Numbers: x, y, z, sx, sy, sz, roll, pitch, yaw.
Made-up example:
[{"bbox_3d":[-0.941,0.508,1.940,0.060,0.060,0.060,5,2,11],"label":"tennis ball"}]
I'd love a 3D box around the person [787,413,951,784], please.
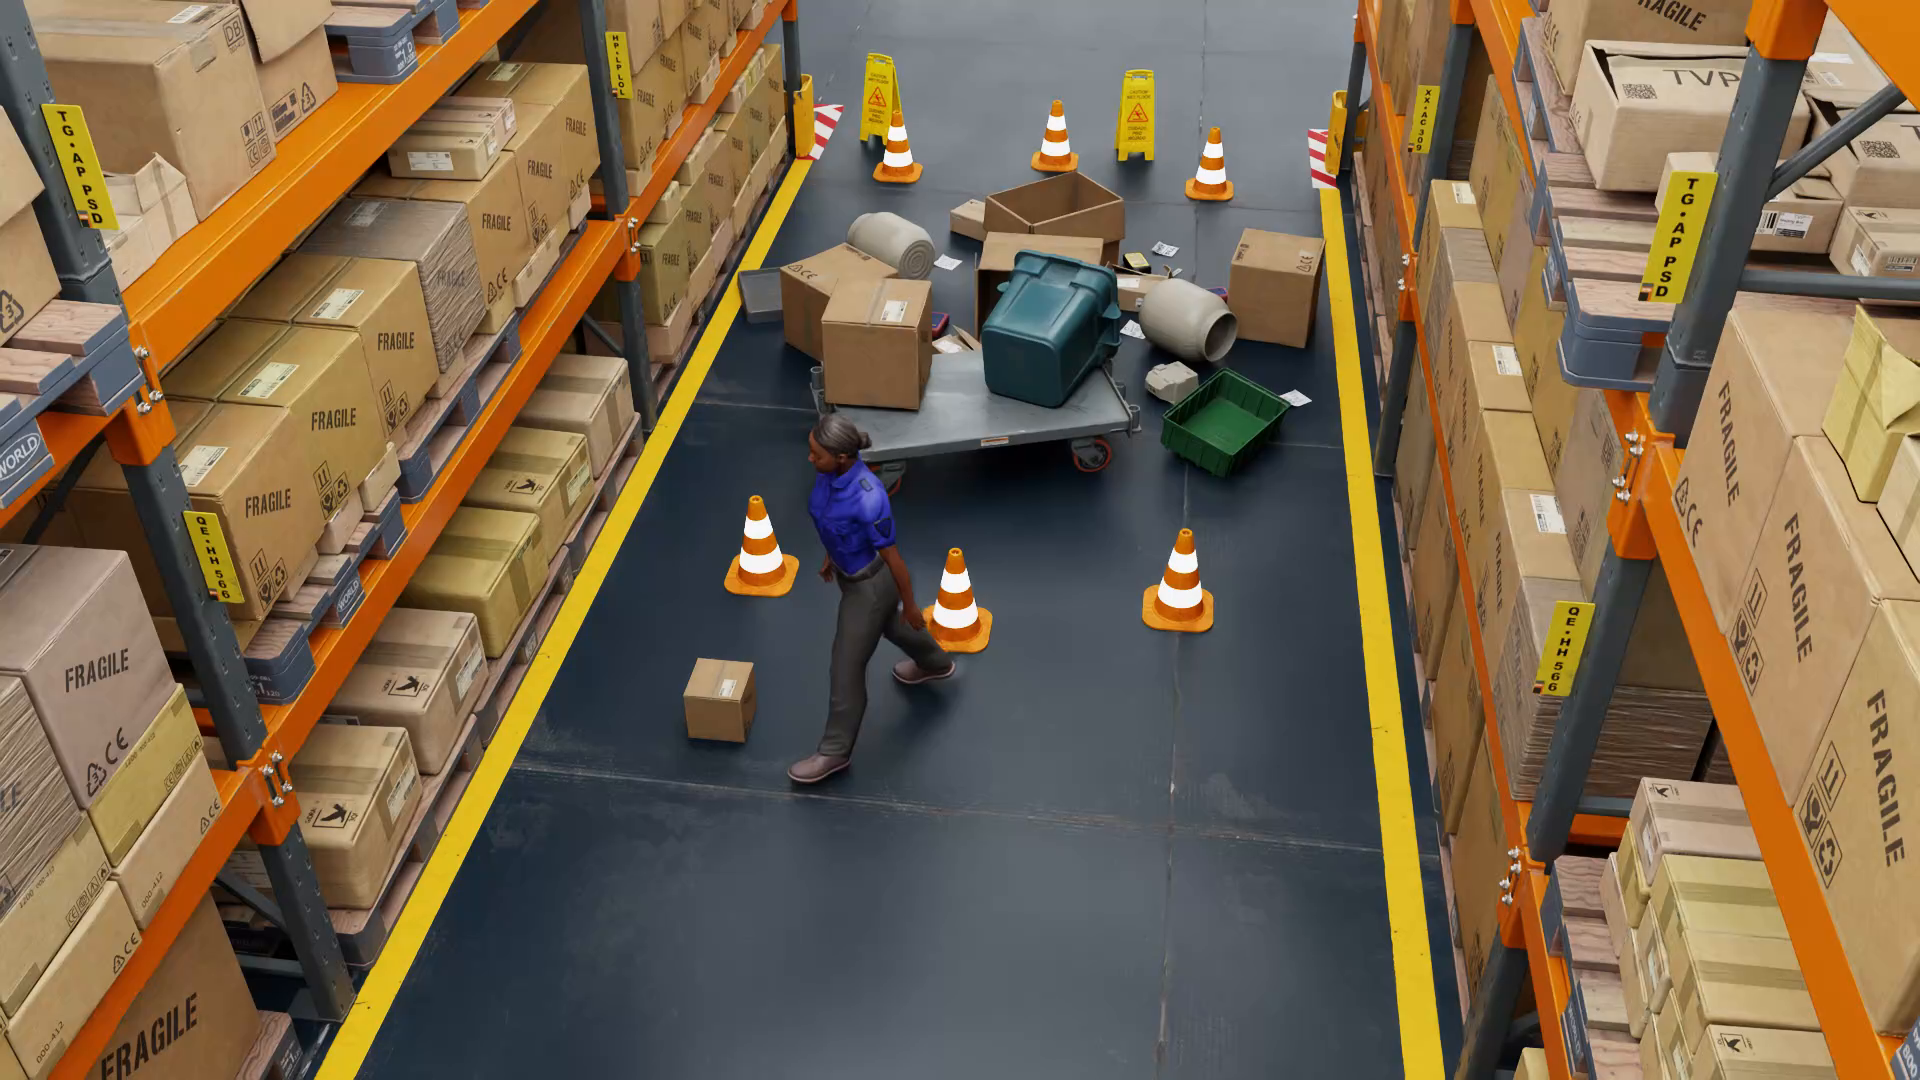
[{"bbox_3d":[-0.407,0.154,6.841,0.887,1.618,0.534,-15,39,-19],"label":"person"}]
